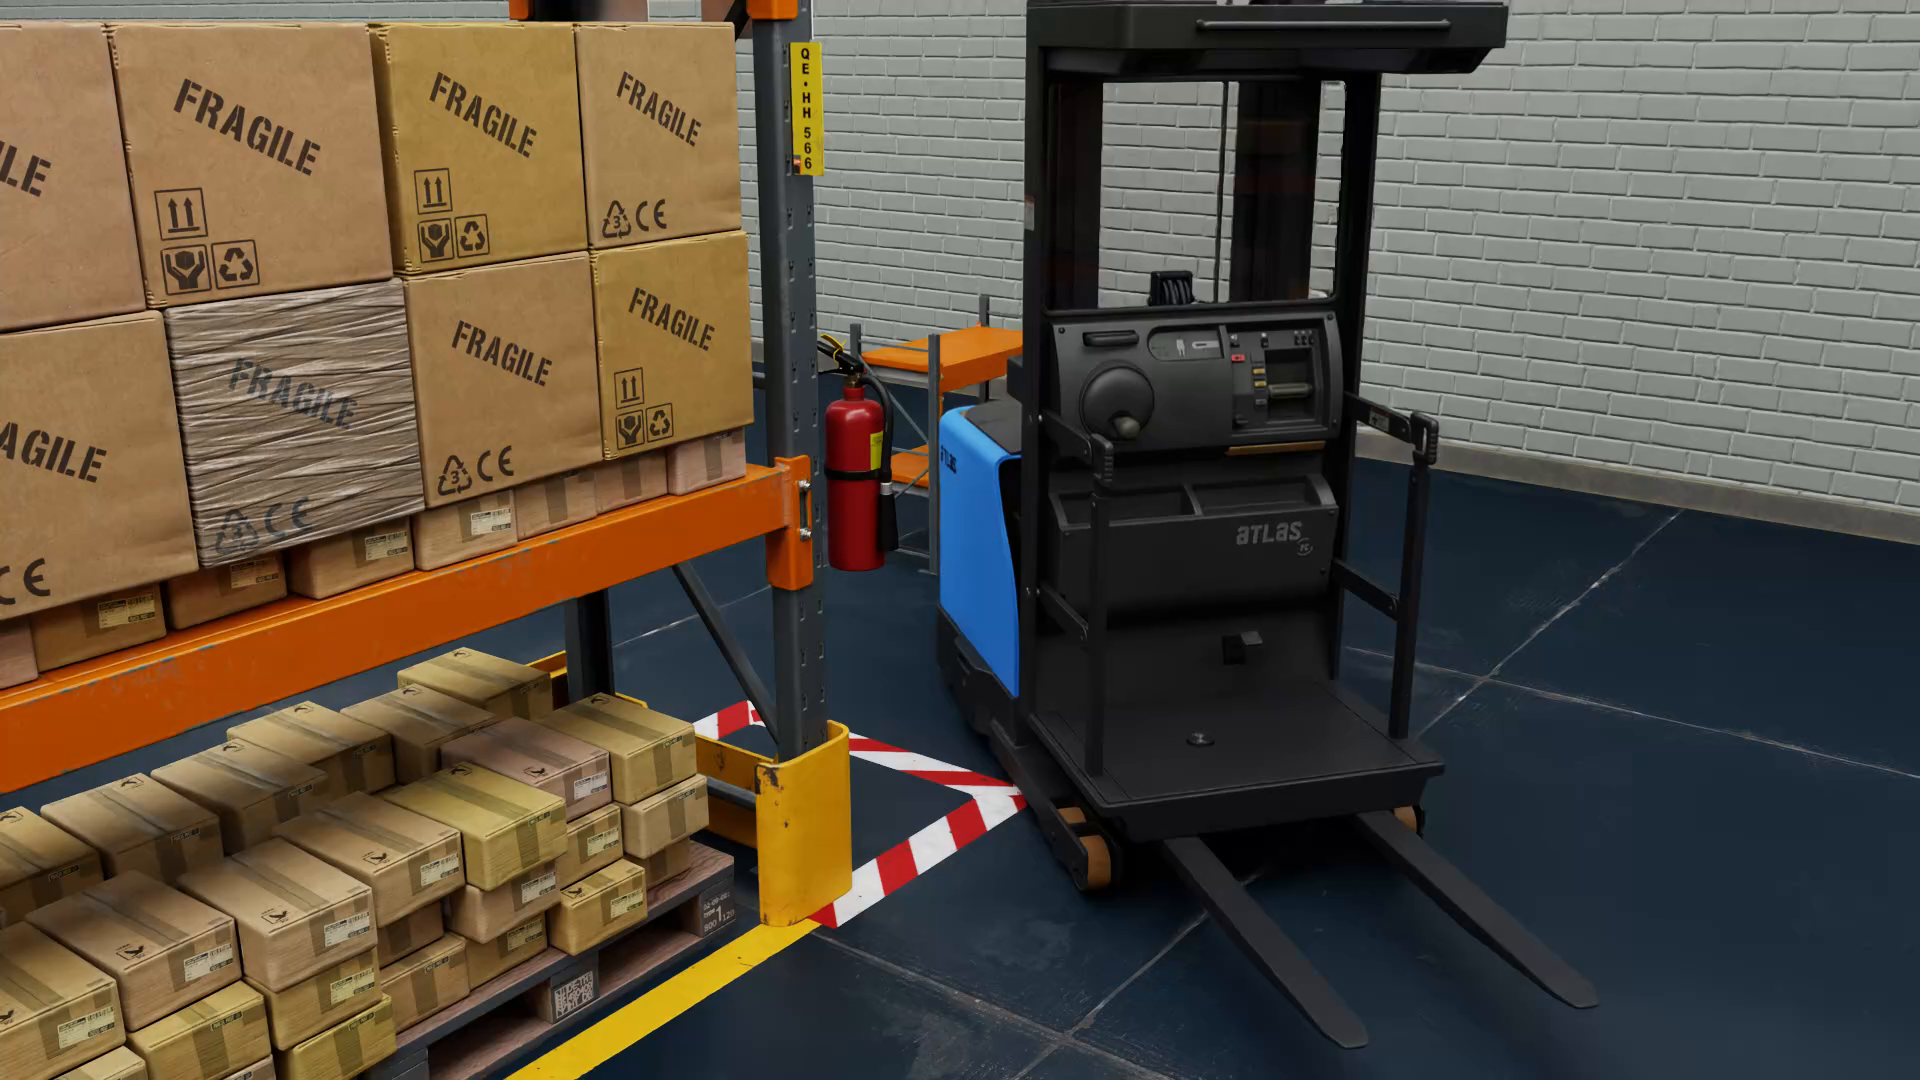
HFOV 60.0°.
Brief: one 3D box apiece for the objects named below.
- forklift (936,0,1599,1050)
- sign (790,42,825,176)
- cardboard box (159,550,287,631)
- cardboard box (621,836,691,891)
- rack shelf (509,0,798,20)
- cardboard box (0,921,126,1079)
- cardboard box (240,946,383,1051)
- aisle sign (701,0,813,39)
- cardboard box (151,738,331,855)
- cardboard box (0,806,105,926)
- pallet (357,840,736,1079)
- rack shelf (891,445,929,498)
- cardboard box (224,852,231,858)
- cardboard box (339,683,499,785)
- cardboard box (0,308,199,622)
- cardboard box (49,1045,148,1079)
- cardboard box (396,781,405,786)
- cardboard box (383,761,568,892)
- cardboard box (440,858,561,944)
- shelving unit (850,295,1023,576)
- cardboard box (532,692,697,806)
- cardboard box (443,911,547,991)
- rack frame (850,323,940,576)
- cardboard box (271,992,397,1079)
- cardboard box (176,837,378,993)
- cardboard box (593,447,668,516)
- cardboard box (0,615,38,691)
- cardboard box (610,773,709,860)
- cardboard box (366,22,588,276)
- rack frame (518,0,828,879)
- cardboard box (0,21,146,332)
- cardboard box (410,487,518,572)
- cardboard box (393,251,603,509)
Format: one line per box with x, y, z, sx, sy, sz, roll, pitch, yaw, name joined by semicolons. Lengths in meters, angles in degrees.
0.793;-0.491;4.884;1.130;2.935;3.031;-5;18;-15;forklift
-0.386;-1.091;4.213;0.100;0.325;0.005;12;21;35;sign
-1.626;0.049;3.452;0.380;0.149;0.250;11;21;32;cardboard box
-0.966;0.833;4.601;0.380;0.149;0.250;13;21;36;cardboard box
-2.012;-1.102;2.891;1.077;0.370;4.000;12;21;35;rack shelf
-1.880;0.927;3.298;0.380;0.149;0.250;13;21;35;cardboard box
-1.512;0.955;3.708;0.380;0.149;0.250;13;21;35;cardboard box
-0.536;-1.696;4.263;0.394;0.787;0.004;12;21;35;aisle sign
-1.807;0.650;4.189;0.380;0.149;0.250;11;20;32;cardboard box
-2.174;0.769;3.806;0.380;0.149;0.250;13;21;36;cardboard box
-1.378;1.047;4.515;1.003;0.211;1.213;12;21;35;pallet
0.004;-0.305;8.155;0.538;0.278;1.000;12;21;35;rack shelf
-1.862;0.780;4.273;0.380;0.149;0.250;13;22;36;cardboard box
-1.473;0.539;4.547;0.380;0.149;0.250;13;21;36;cardboard box
-1.792;-0.166;3.050;0.500;0.500;0.500;14;22;37;cardboard box
-1.821;1.083;3.295;0.380;0.149;0.250;13;21;35;cardboard box
-1.547;0.664;4.646;0.380;0.149;0.250;12;21;34;cardboard box
-1.180;0.692;4.054;0.380;0.149;0.250;12;21;33;cardboard box
-1.214;0.829;4.113;0.380;0.149;0.250;11;21;32;cardboard box
0.004;-0.539;8.082;0.538;1.125;1.048;12;21;35;shelving unit
-0.932;0.558;4.485;0.380;0.149;0.250;13;21;35;cardboard box
-1.265;0.960;4.193;0.380;0.149;0.250;12;21;34;cardboard box
-0.299;-0.418;7.692;0.500;1.125;0.032;12;21;35;rack frame
-1.503;1.093;3.765;0.380;0.149;0.250;11;21;32;cardboard box
-1.501;0.816;3.654;0.380;0.149;0.250;13;22;37;cardboard box
-0.966;-0.190;4.220;0.380;0.149;0.250;12;21;35;cardboard box
-1.904;0.179;3.033;0.380;0.149;0.250;13;22;37;cardboard box
-0.905;0.705;4.512;0.380;0.149;0.250;12;21;33;cardboard box
-1.195;-0.883;3.675;0.500;0.500;0.500;12;21;33;cardboard box
-0.820;-0.490;4.763;1.000;3.000;0.127;12;21;35;rack frame
-1.810;-0.631;2.863;0.500;0.500;0.500;12;21;33;cardboard box
-1.236;-0.062;3.810;0.380;0.149;0.250;13;22;36;cardboard box
-1.192;-0.405;3.821;0.500;0.500;0.500;12;21;34;cardboard box
